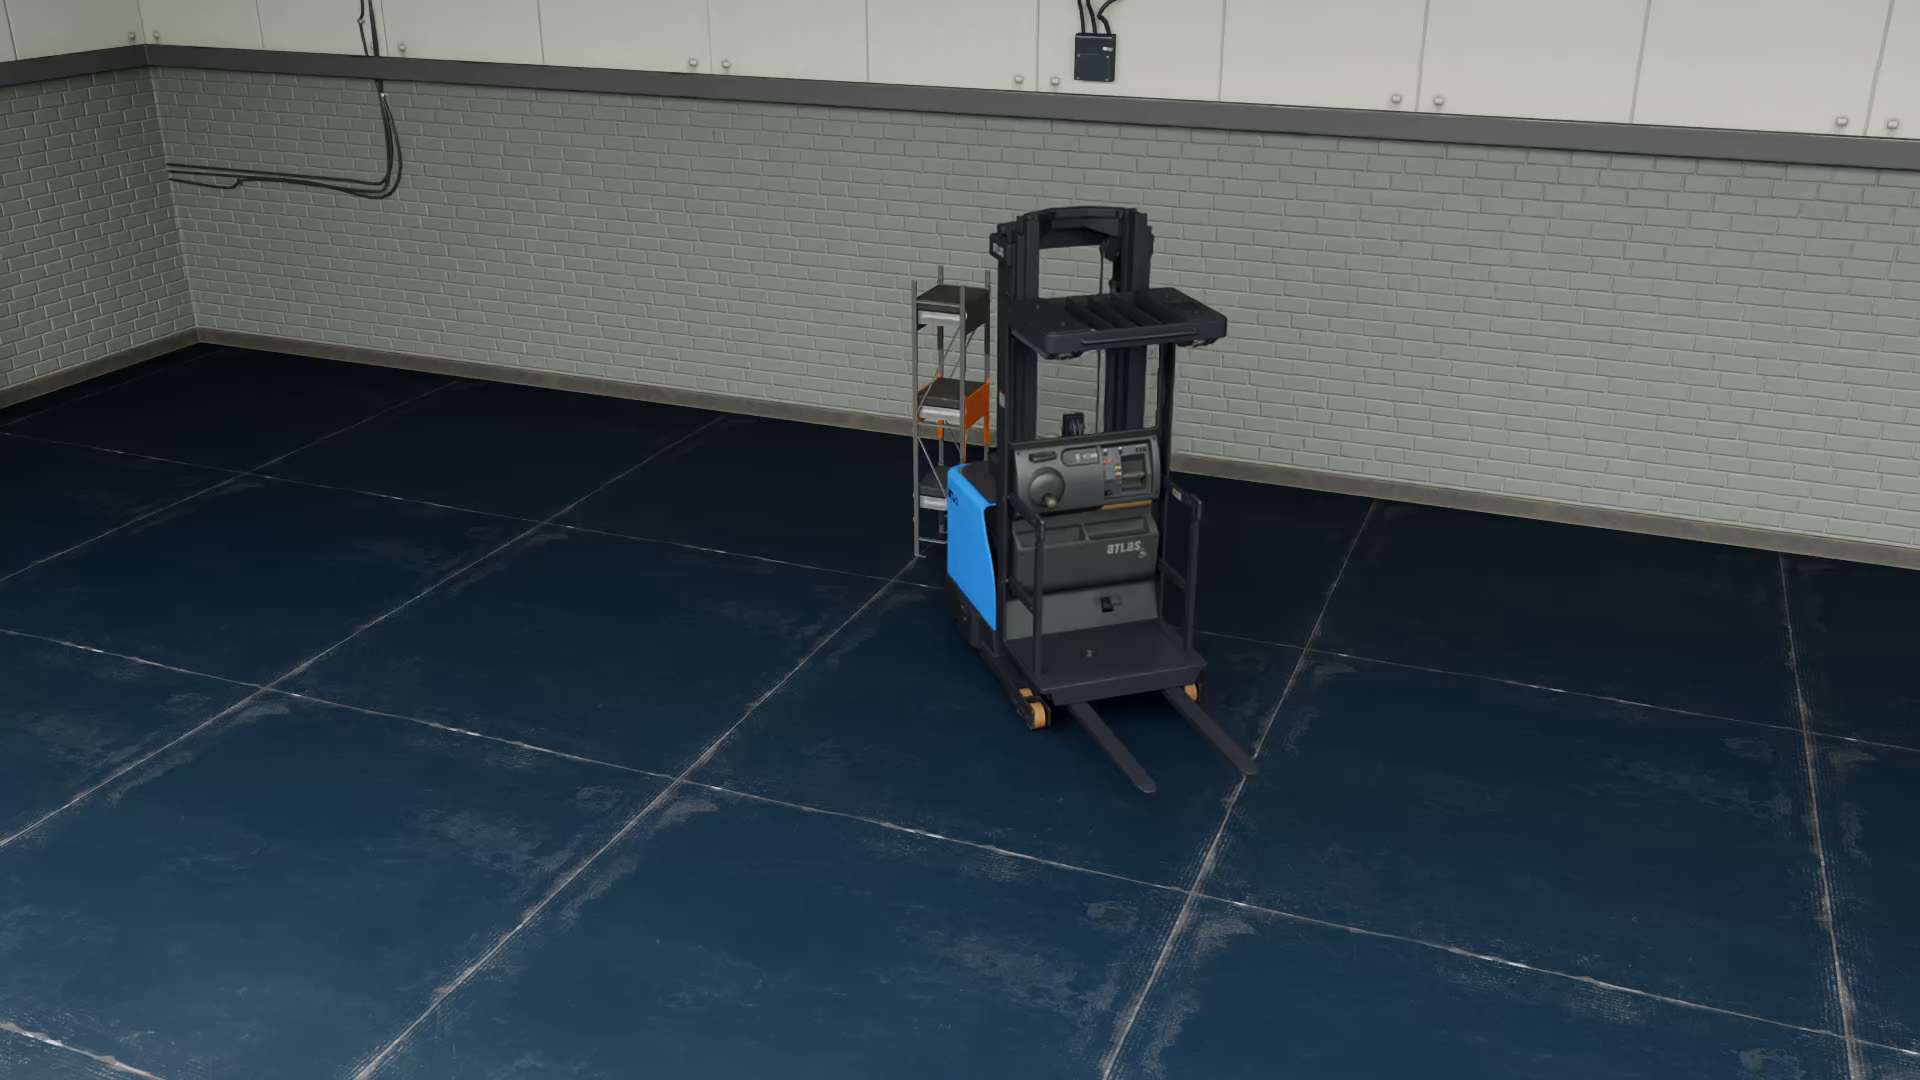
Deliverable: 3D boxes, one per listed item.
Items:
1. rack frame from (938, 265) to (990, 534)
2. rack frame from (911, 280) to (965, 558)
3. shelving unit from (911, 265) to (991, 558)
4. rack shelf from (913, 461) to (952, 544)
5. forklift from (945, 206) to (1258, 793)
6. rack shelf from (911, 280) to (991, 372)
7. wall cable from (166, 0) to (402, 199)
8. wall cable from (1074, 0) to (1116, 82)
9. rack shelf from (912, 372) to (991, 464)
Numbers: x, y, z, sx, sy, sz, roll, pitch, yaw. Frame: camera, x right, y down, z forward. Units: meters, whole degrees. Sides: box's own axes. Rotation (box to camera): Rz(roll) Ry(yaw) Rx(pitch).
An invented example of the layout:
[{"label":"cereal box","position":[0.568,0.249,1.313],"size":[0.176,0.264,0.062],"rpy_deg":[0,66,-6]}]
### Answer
[{"label":"rack frame","position":[0.029,-0.997,12.413],"size":[0.400,2.100,0.015],"rpy_deg":[9,24,20]},{"label":"rack frame","position":[-0.152,-0.822,11.994],"size":[0.400,2.100,0.015],"rpy_deg":[9,24,20]},{"label":"shelving unit","position":[-0.061,-0.910,12.203],"size":[0.431,2.100,0.503],"rpy_deg":[9,24,20]},{"label":"rack shelf","position":[-0.061,-0.251,12.479],"size":[0.431,0.518,0.480],"rpy_deg":[9,24,20]},{"label":"forklift","position":[0.842,-0.385,9.869],"size":[1.130,2.935,3.031],"rpy_deg":[-7,24,-17]},{"label":"rack shelf","position":[-0.062,-1.543,11.939],"size":[0.431,0.518,0.480],"rpy_deg":[9,24,20]},{"label":"wall cable","position":[-6.822,-4.626,16.179],"size":[3.097,2.526,0.112],"rpy_deg":[9,24,20]},{"label":"wall cable","position":[1.986,-6.263,11.657],"size":[2.305,6.003,0.169],"rpy_deg":[9,24,20]},{"label":"rack shelf","position":[-0.061,-0.897,12.209],"size":[0.431,0.518,0.480],"rpy_deg":[9,24,20]}]
